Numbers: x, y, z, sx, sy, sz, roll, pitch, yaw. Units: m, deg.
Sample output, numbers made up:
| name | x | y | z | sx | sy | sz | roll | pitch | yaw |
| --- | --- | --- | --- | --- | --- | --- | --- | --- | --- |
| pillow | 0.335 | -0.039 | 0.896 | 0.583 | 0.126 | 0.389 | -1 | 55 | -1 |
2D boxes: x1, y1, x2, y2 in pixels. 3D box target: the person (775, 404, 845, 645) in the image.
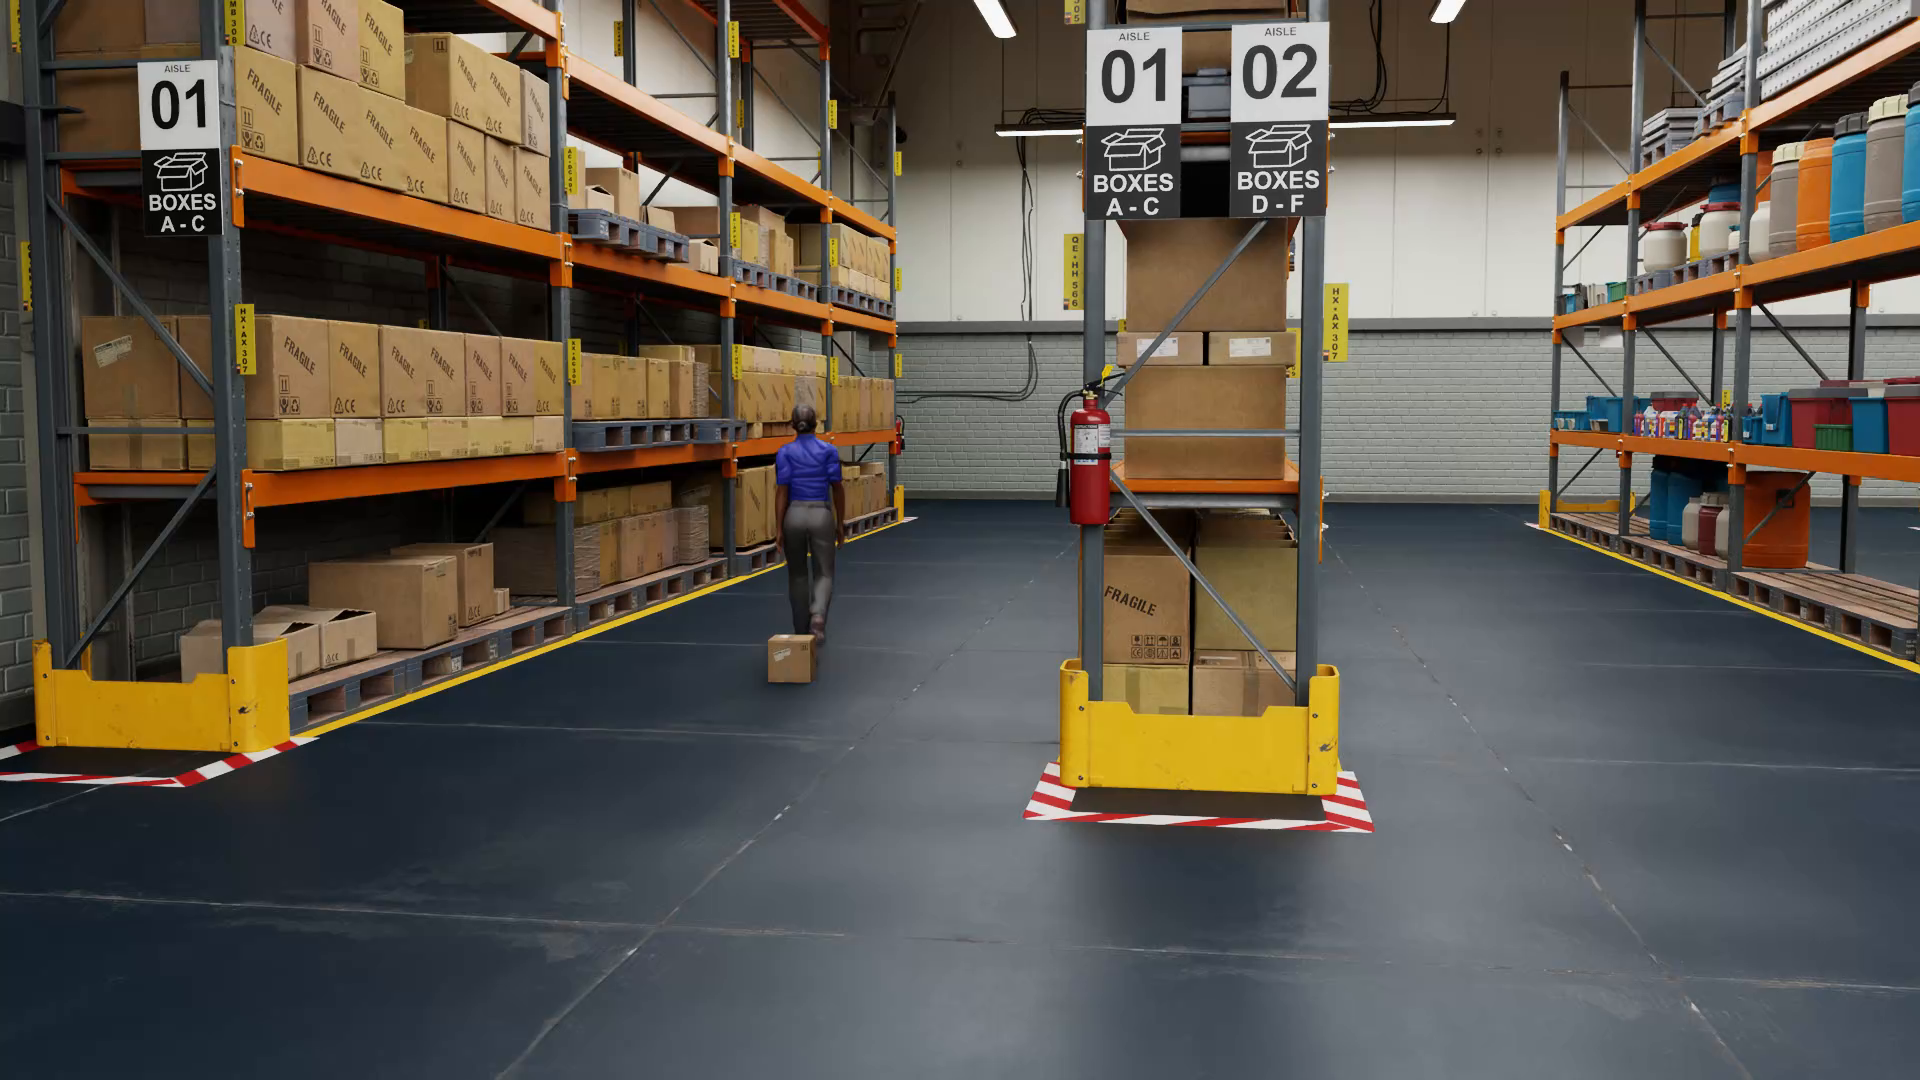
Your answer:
| name | x | y | z | sx | sy | sz | roll | pitch | yaw |
| --- | --- | --- | --- | --- | --- | --- | --- | --- | --- |
| person | -0.989 | -0.090 | 10.972 | 0.459 | 1.617 | 0.882 | 0 | 5 | -4 |
